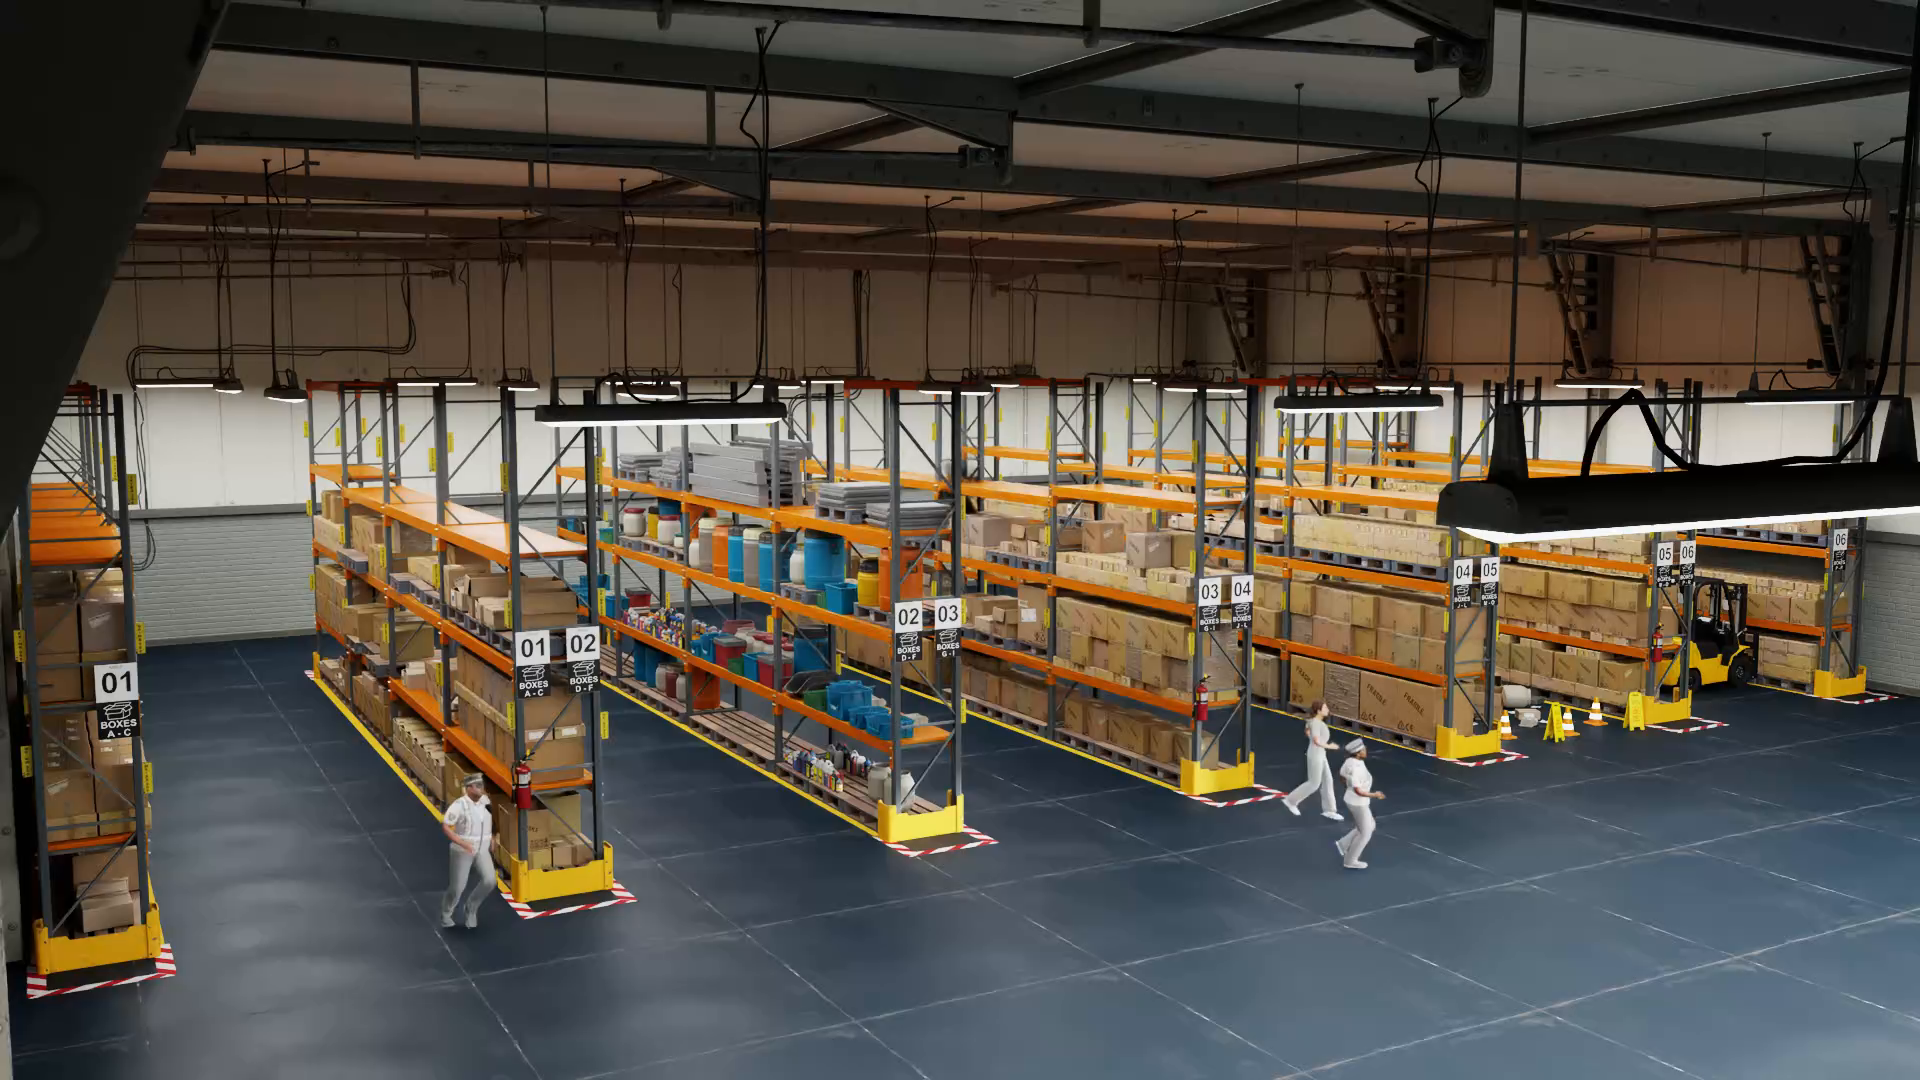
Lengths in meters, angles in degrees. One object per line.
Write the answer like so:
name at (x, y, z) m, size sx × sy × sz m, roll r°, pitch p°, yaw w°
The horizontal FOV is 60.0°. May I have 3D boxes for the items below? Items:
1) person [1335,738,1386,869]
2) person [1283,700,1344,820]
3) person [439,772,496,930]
person at (5.029, 3.292, 20.840) m, size 0.547 × 1.653 × 0.570 m, roll 0°, pitch 6°, yaw 2°
person at (4.928, 3.046, 23.110) m, size 0.848 × 1.688 × 0.577 m, roll 1°, pitch 6°, yaw 13°
person at (-5.484, 3.491, 18.733) m, size 0.636 × 1.764 × 0.720 m, roll 5°, pitch 8°, yaw 41°
